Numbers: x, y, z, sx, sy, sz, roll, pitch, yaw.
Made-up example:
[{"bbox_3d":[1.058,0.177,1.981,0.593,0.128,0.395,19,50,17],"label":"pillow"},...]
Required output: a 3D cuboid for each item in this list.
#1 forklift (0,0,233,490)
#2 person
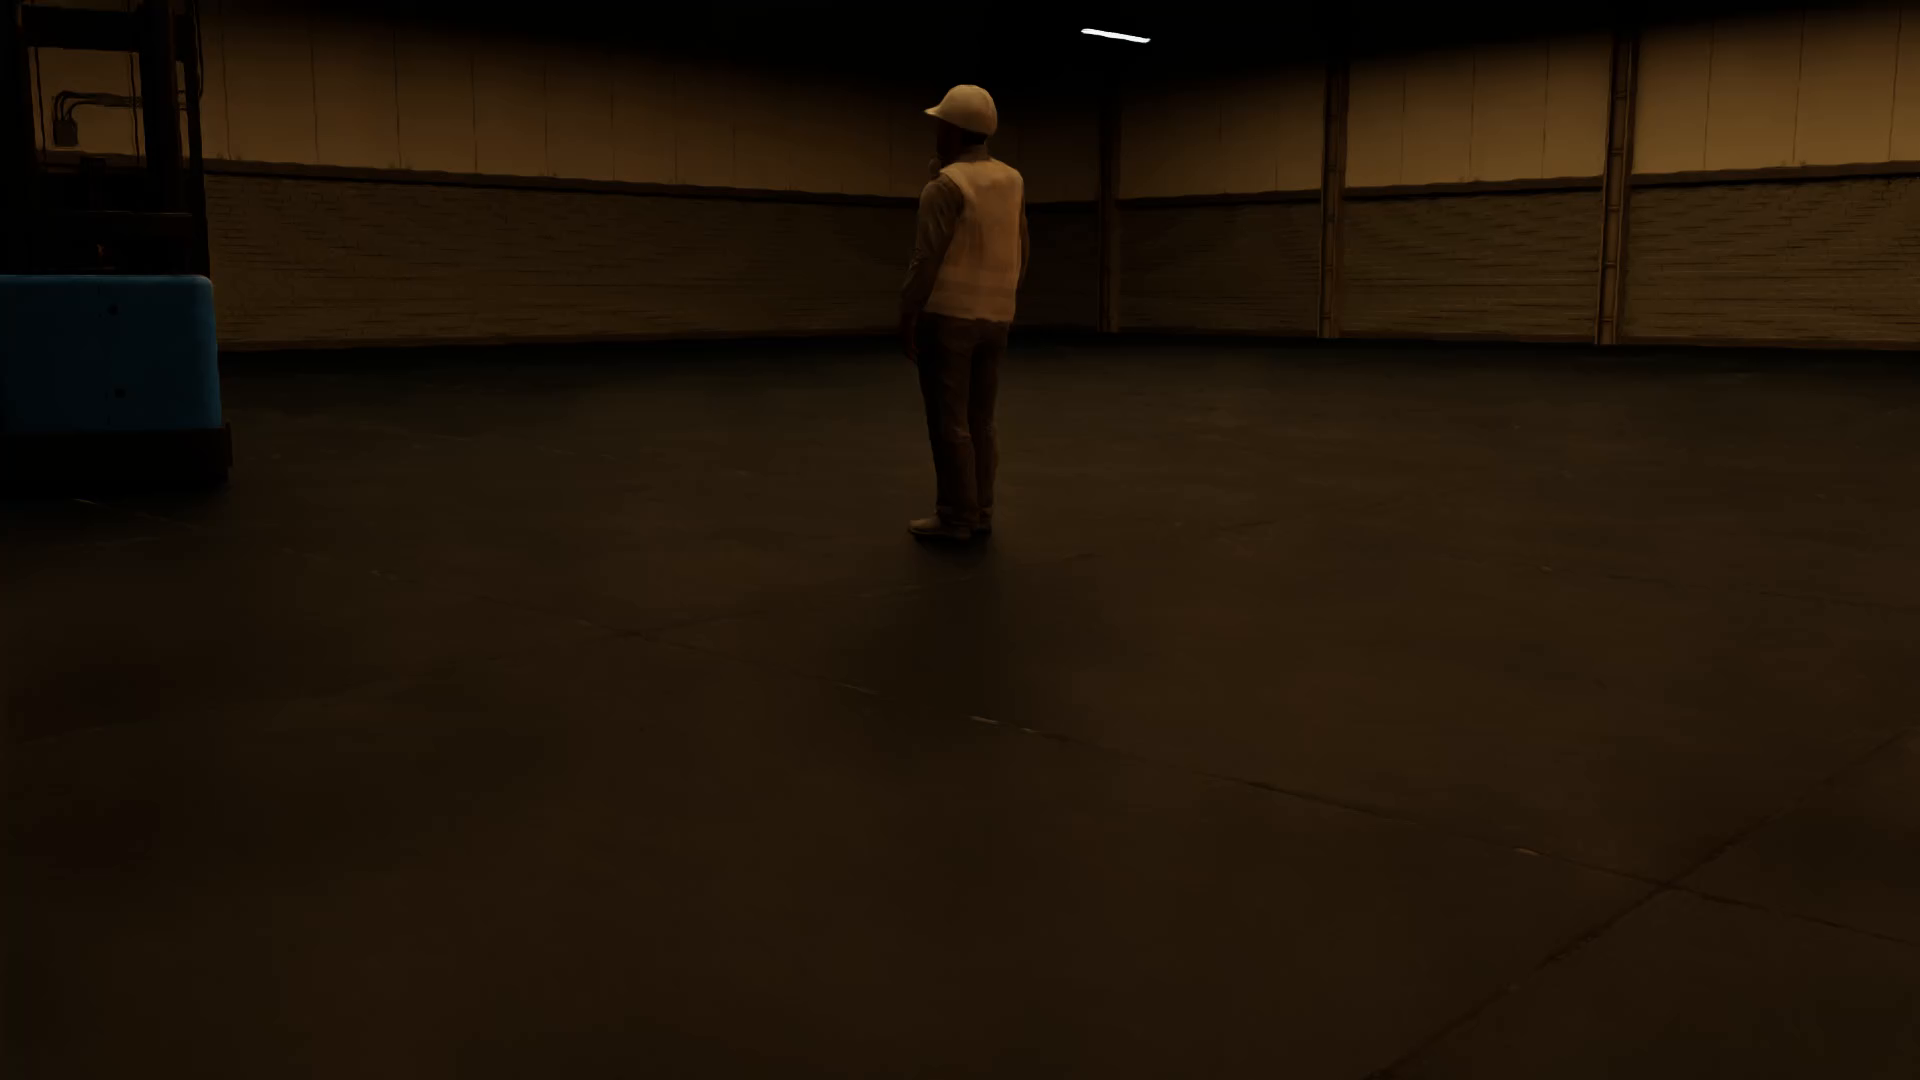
[{"bbox_3d":[-4.831,-1.874,9.319,1.130,2.935,3.031,-4,10,-26],"label":"forklift"},{"bbox_3d":[-0.039,-0.892,6.633,0.567,1.773,0.632,8,12,43],"label":"person"}]
